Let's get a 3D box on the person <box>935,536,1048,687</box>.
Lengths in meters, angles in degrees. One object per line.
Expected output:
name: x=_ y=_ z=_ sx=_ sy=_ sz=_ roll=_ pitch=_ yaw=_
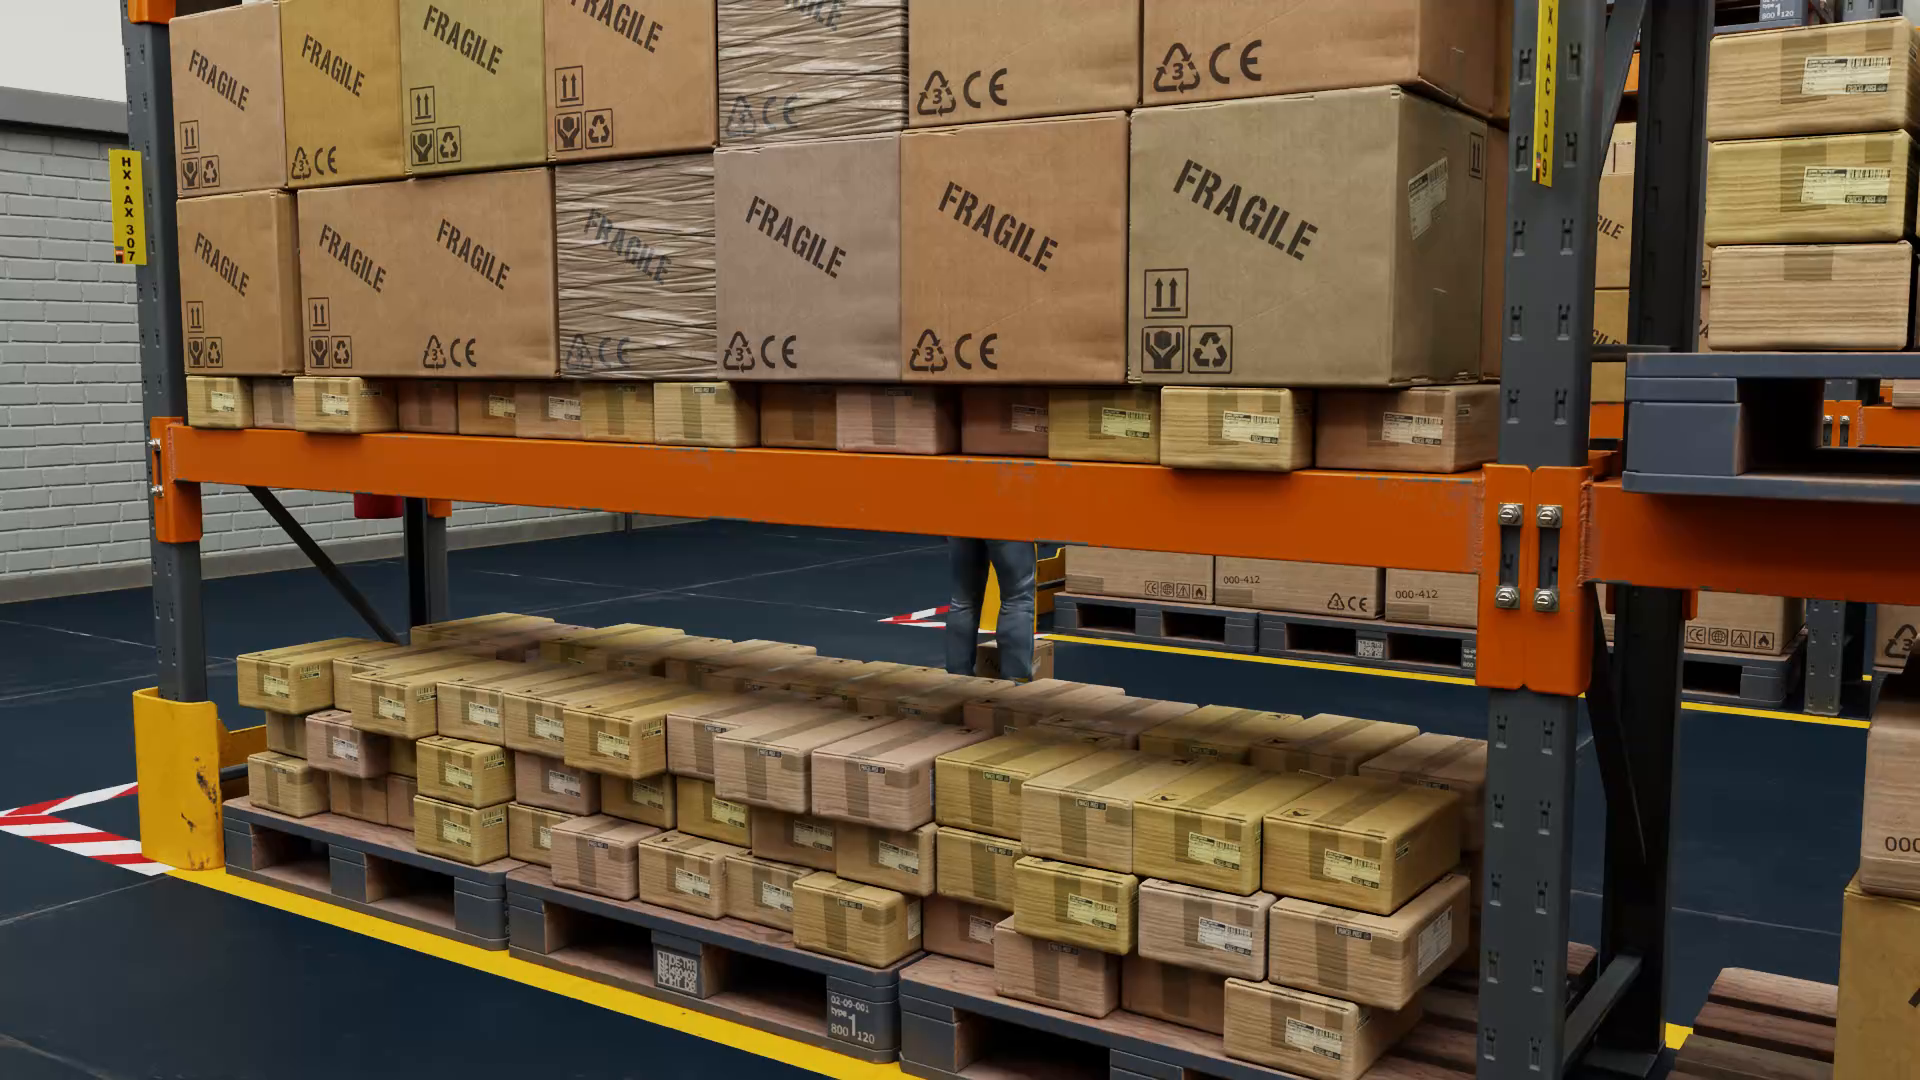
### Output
person: x=0.131 y=-0.148 z=7.053 sx=0.625 sy=1.760 sz=0.461 roll=4 pitch=7 yaw=33
